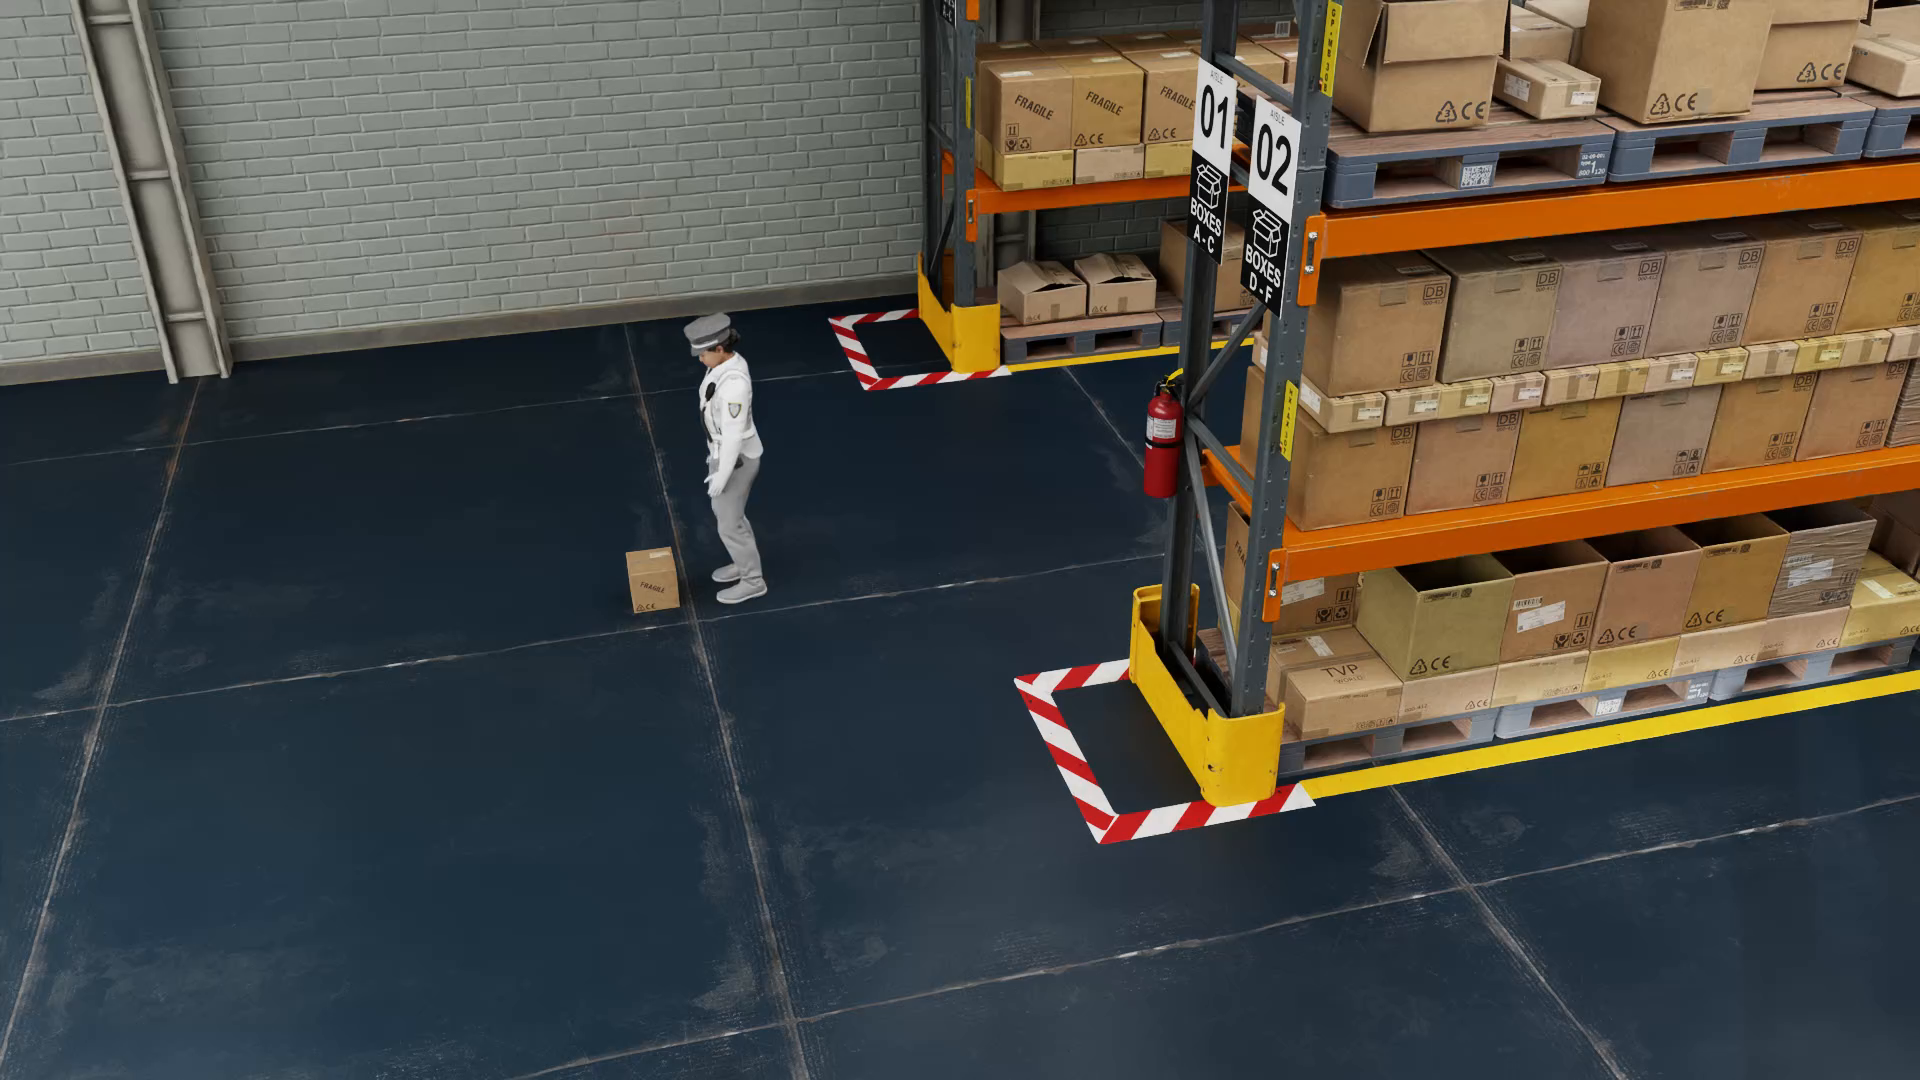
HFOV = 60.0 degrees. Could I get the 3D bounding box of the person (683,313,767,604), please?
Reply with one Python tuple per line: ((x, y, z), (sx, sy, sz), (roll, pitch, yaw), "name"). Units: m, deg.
((-1.245, -0.429, 8.983), (0.366, 1.655, 0.482), (-7, 31, -12), "person")
